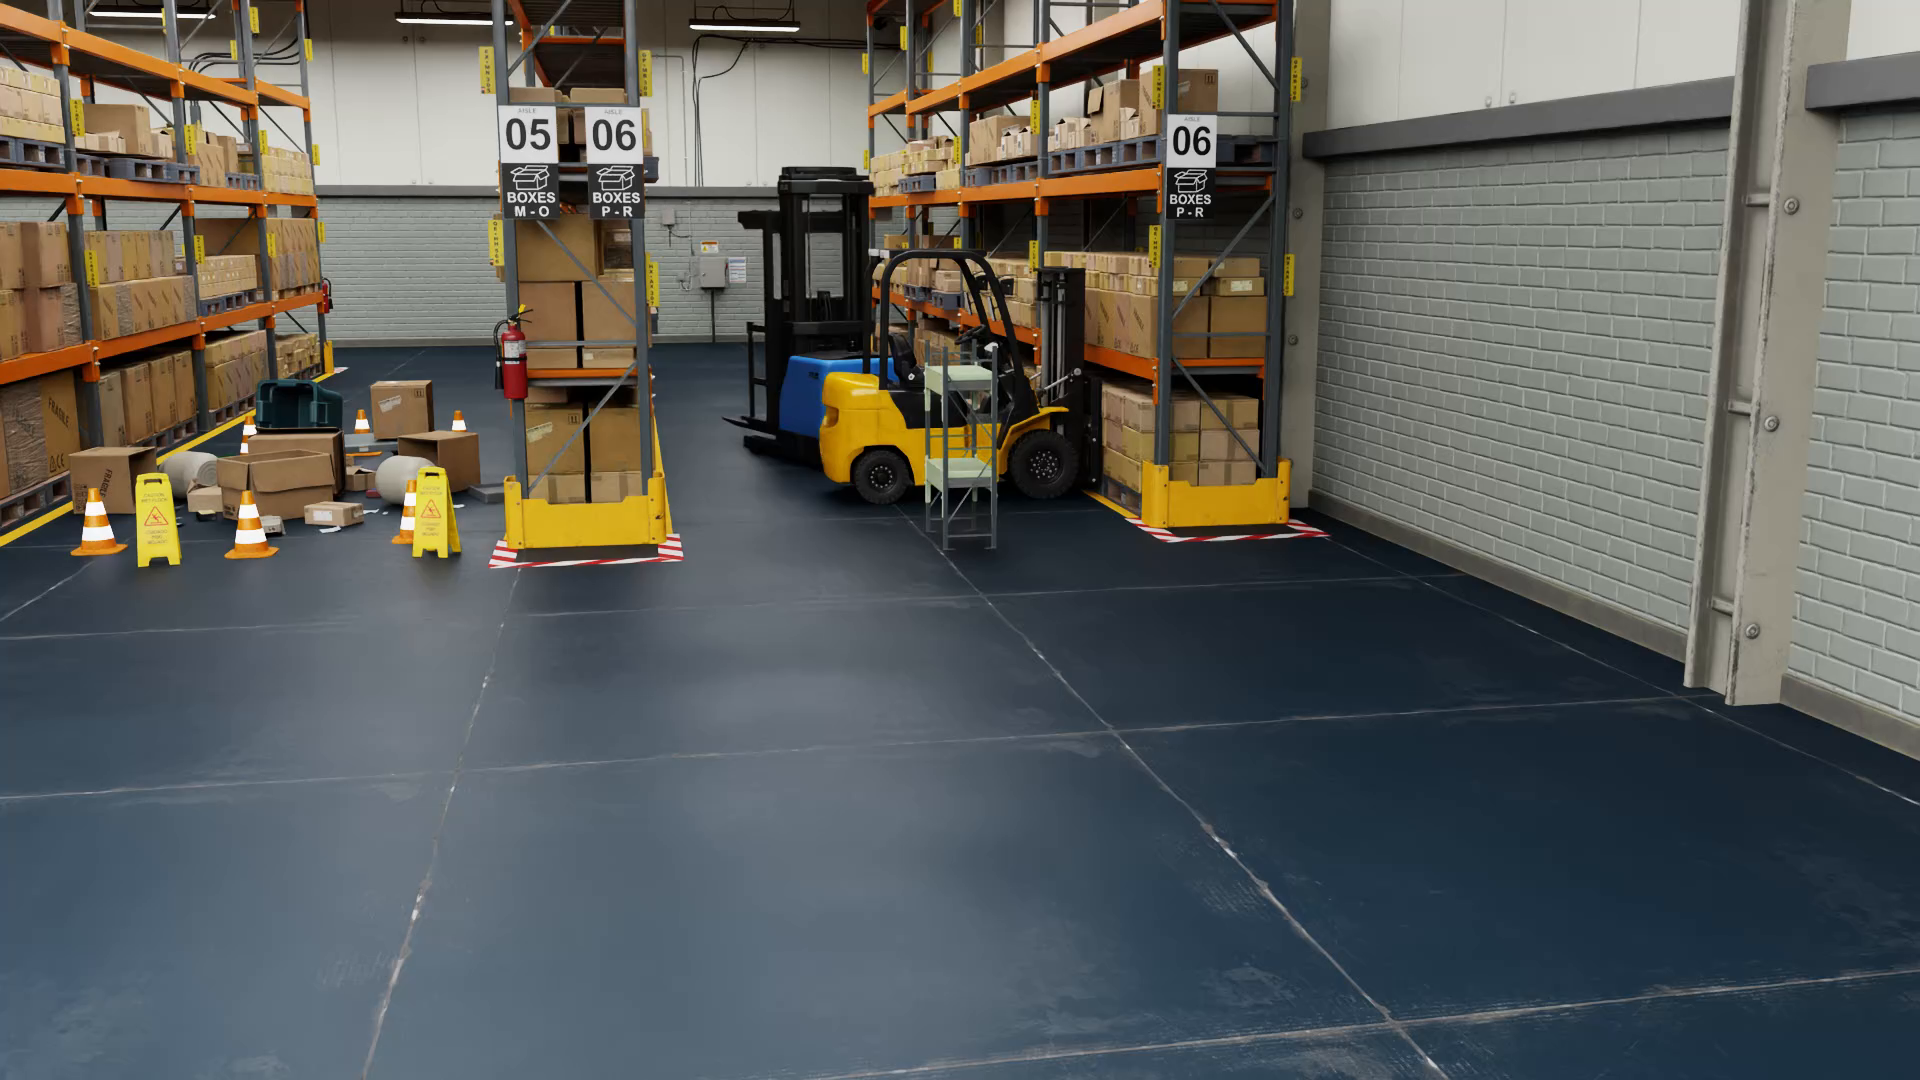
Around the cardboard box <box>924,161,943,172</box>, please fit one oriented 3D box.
[{"bbox_3d":[-0.281,-5.081,22.627,0.380,0.149,0.250,-2,11,-10],"label":"cardboard box"}]

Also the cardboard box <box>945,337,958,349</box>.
[{"bbox_3d":[0.013,-2.665,22.502,0.380,0.149,0.250,-2,11,-12],"label":"cardboard box"}]

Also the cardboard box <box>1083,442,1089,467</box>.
[{"bbox_3d":[1.361,-0.833,15.281,0.500,0.250,0.500,-2,11,-9],"label":"cardboard box"}]

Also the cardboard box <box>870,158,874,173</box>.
[{"bbox_3d":[-1.211,-6.260,27.811,0.500,0.250,0.500,-2,11,-12],"label":"cardboard box"}]

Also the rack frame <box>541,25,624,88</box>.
[{"bbox_3d":[-4.363,-5.858,19.406,1.000,3.000,0.127,-2,11,-11],"label":"rack frame"}]

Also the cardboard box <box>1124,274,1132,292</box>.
[{"bbox_3d":[1.612,-2.187,14.164,0.380,0.149,0.250,-2,11,-11],"label":"cardboard box"}]

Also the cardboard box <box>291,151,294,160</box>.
[{"bbox_3d":[-10.252,-5.781,25.025,0.380,0.149,0.250,-2,11,-12],"label":"cardboard box"}]

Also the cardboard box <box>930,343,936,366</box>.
[{"bbox_3d":[-0.194,-2.518,23.465,0.500,0.500,0.500,-2,11,-13],"label":"cardboard box"}]

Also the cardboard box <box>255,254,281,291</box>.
[{"bbox_3d":[-9.826,-3.741,23.266,0.500,0.500,0.500,-2,11,-12],"label":"cardboard box"}]

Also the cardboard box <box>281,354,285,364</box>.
[{"bbox_3d":[-10.003,-2.612,24.103,0.380,0.149,0.250,-3,11,-14],"label":"cardboard box"}]

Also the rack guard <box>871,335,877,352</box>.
[{"bbox_3d":[-1.036,-3.317,28.788,1.175,0.500,0.348,-2,11,-11],"label":"rack guard"}]

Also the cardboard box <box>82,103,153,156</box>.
[{"bbox_3d":[-8.586,-4.182,16.963,0.500,0.500,0.500,-2,11,-11],"label":"cardboard box"}]

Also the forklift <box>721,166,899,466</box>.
[{"bbox_3d":[-1.638,-2.394,17.434,1.130,2.935,3.031,-6,12,-30],"label":"forklift"}]

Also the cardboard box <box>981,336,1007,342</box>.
[{"bbox_3d":[0.497,-2.688,22.622,0.380,0.149,0.250,-2,11,-12],"label":"cardboard box"}]

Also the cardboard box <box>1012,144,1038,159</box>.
[{"bbox_3d":[0.771,-4.154,17.760,0.380,0.149,0.250,-2,11,-11],"label":"cardboard box"}]

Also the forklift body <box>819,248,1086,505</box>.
[{"bbox_3d":[-0.098,-1.489,14.768,2.313,2.155,1.214,-2,11,-11],"label":"forklift body"}]

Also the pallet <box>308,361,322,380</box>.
[{"bbox_3d":[-10.617,-2.645,26.030,1.003,0.211,1.213,-2,11,-11],"label":"pallet"}]

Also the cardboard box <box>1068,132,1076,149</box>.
[{"bbox_3d":[1.222,-3.729,15.528,0.380,0.149,0.250,-2,11,-9],"label":"cardboard box"}]

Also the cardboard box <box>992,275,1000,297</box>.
[{"bbox_3d":[0.656,-2.892,18.934,0.500,0.250,0.500,-2,11,-10],"label":"cardboard box"}]

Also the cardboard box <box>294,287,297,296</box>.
[{"bbox_3d":[-10.250,-3.767,25.138,0.380,0.149,0.250,-3,11,-13],"label":"cardboard box"}]

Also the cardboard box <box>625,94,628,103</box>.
[{"bbox_3d":[-2.729,-3.352,12.800,0.380,0.149,0.250,-2,11,-11],"label":"cardboard box"}]

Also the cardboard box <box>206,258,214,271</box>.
[{"bbox_3d":[-9.248,-3.322,20.085,0.380,0.149,0.250,-3,11,-13],"label":"cardboard box"}]

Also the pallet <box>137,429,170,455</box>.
[{"bbox_3d":[-8.886,-0.972,17.237,1.003,0.211,1.213,-2,11,-11],"label":"pallet"}]

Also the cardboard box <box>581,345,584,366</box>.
[{"bbox_3d":[-2.734,-1.436,12.889,0.380,0.149,0.250,-2,11,-10],"label":"cardboard box"}]

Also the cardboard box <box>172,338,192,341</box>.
[{"bbox_3d":[-9.782,-2.361,20.634,0.500,0.250,0.500,-2,11,-10],"label":"cardboard box"}]

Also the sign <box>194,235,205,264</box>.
[{"bbox_3d":[-8.655,-3.302,18.924,0.100,0.325,0.005,-2,11,-11],"label":"sign"}]

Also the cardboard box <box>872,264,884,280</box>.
[{"bbox_3d":[-1.227,-4.539,28.125,0.500,0.250,0.500,-2,11,-11],"label":"cardboard box"}]

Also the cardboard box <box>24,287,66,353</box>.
[{"bbox_3d":[-8.209,-1.885,14.176,0.875,0.550,0.550,-2,11,-11],"label":"cardboard box"}]

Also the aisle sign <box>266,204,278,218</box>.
[{"bbox_3d":[-11.064,-5.459,26.402,0.394,0.787,0.004,-2,11,-11],"label":"aisle sign"}]

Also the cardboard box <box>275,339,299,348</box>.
[{"bbox_3d":[-10.199,-2.949,25.079,0.380,0.149,0.250,-3,11,-13],"label":"cardboard box"}]

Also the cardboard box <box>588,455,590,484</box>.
[{"bbox_3d":[-3.429,-0.629,14.207,0.500,0.250,0.500,-3,11,-13],"label":"cardboard box"}]

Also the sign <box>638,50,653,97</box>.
[{"bbox_3d":[-2.275,-3.366,11.999,0.100,0.325,0.005,-2,11,-11],"label":"sign"}]

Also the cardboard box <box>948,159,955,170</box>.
[{"bbox_3d":[0.051,-4.885,21.653,0.380,0.149,0.250,-2,11,-11],"label":"cardboard box"}]

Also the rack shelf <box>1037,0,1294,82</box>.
[{"bbox_3d":[1.672,-4.389,14.681,1.077,0.370,4.000,-2,11,-11],"label":"rack shelf"}]

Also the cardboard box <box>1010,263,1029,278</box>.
[{"bbox_3d":[0.753,-2.917,18.000,0.380,0.149,0.250,-2,11,-13],"label":"cardboard box"}]

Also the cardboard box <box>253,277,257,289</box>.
[{"bbox_3d":[-9.706,-3.463,22.417,0.380,0.149,0.250,-2,11,-12],"label":"cardboard box"}]

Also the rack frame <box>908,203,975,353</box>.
[{"bbox_3d":[-0.273,-3.825,24.773,1.000,3.000,0.127,-2,11,-11],"label":"rack frame"}]

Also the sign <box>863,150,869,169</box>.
[{"bbox_3d":[-1.583,-6.442,28.161,0.100,0.325,0.005,-2,11,-11],"label":"sign"}]

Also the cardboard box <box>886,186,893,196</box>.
[{"bbox_3d":[-0.961,-5.512,26.284,0.380,0.149,0.250,-2,11,-10],"label":"cardboard box"}]

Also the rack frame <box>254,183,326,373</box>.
[{"bbox_3d":[-10.755,-4.179,26.632,1.000,3.000,0.127,-2,11,-11],"label":"rack frame"}]

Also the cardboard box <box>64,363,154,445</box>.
[{"bbox_3d":[-8.814,-1.367,16.751,1.050,0.750,0.750,-2,11,-11],"label":"cardboard box"}]

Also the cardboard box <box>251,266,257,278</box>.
[{"bbox_3d":[-9.706,-3.609,22.389,0.380,0.149,0.250,-2,11,-9],"label":"cardboard box"}]

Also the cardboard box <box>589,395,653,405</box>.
[{"bbox_3d":[-2.804,-0.925,13.761,0.500,0.500,0.500,-3,11,-13],"label":"cardboard box"}]

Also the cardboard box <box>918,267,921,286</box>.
[{"bbox_3d":[-0.379,-3.697,23.334,0.396,0.266,0.258,-2,11,-8],"label":"cardboard box"}]

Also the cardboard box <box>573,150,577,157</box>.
[{"bbox_3d":[-3.574,-3.446,14.361,0.500,0.250,0.500,-2,11,-10],"label":"cardboard box"}]

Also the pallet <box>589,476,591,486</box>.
[{"bbox_3d":[-3.179,-0.461,14.554,1.003,0.211,1.213,-2,11,-11],"label":"pallet"}]

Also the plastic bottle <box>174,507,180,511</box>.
[{"bbox_3d":[-6.675,-0.257,13.881,0.283,0.061,0.133,-6,13,-31],"label":"plastic bottle"}]

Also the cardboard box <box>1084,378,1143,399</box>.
[{"bbox_3d":[1.361,-1.323,15.183,0.500,0.250,0.500,-2,11,-12],"label":"cardboard box"}]

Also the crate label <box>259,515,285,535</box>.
[{"bbox_3d":[-5.393,-0.108,12.899,0.250,0.136,0.298,-9,14,-40],"label":"crate label"}]

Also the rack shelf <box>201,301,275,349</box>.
[{"bbox_3d":[-9.588,-2.726,20.918,1.077,0.370,4.000,-2,11,-11],"label":"rack shelf"}]

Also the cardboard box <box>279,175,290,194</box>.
[{"bbox_3d":[-9.997,-5.128,23.994,0.500,0.250,0.500,-2,11,-9],"label":"cardboard box"}]

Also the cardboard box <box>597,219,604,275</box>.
[{"bbox_3d":[-3.373,-2.495,14.046,0.700,0.500,0.500,-2,11,-11],"label":"cardboard box"}]

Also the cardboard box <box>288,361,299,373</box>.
[{"bbox_3d":[-10.025,-2.567,24.660,0.380,0.149,0.250,-2,11,-13],"label":"cardboard box"}]

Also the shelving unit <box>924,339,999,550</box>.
[{"bbox_3d":[0.001,-0.736,12.550,0.431,1.500,0.755,-2,11,-11],"label":"shelving unit"}]

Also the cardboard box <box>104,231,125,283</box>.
[{"bbox_3d":[-8.723,-2.797,16.426,0.700,0.500,0.500,-2,11,-11],"label":"cardboard box"}]
